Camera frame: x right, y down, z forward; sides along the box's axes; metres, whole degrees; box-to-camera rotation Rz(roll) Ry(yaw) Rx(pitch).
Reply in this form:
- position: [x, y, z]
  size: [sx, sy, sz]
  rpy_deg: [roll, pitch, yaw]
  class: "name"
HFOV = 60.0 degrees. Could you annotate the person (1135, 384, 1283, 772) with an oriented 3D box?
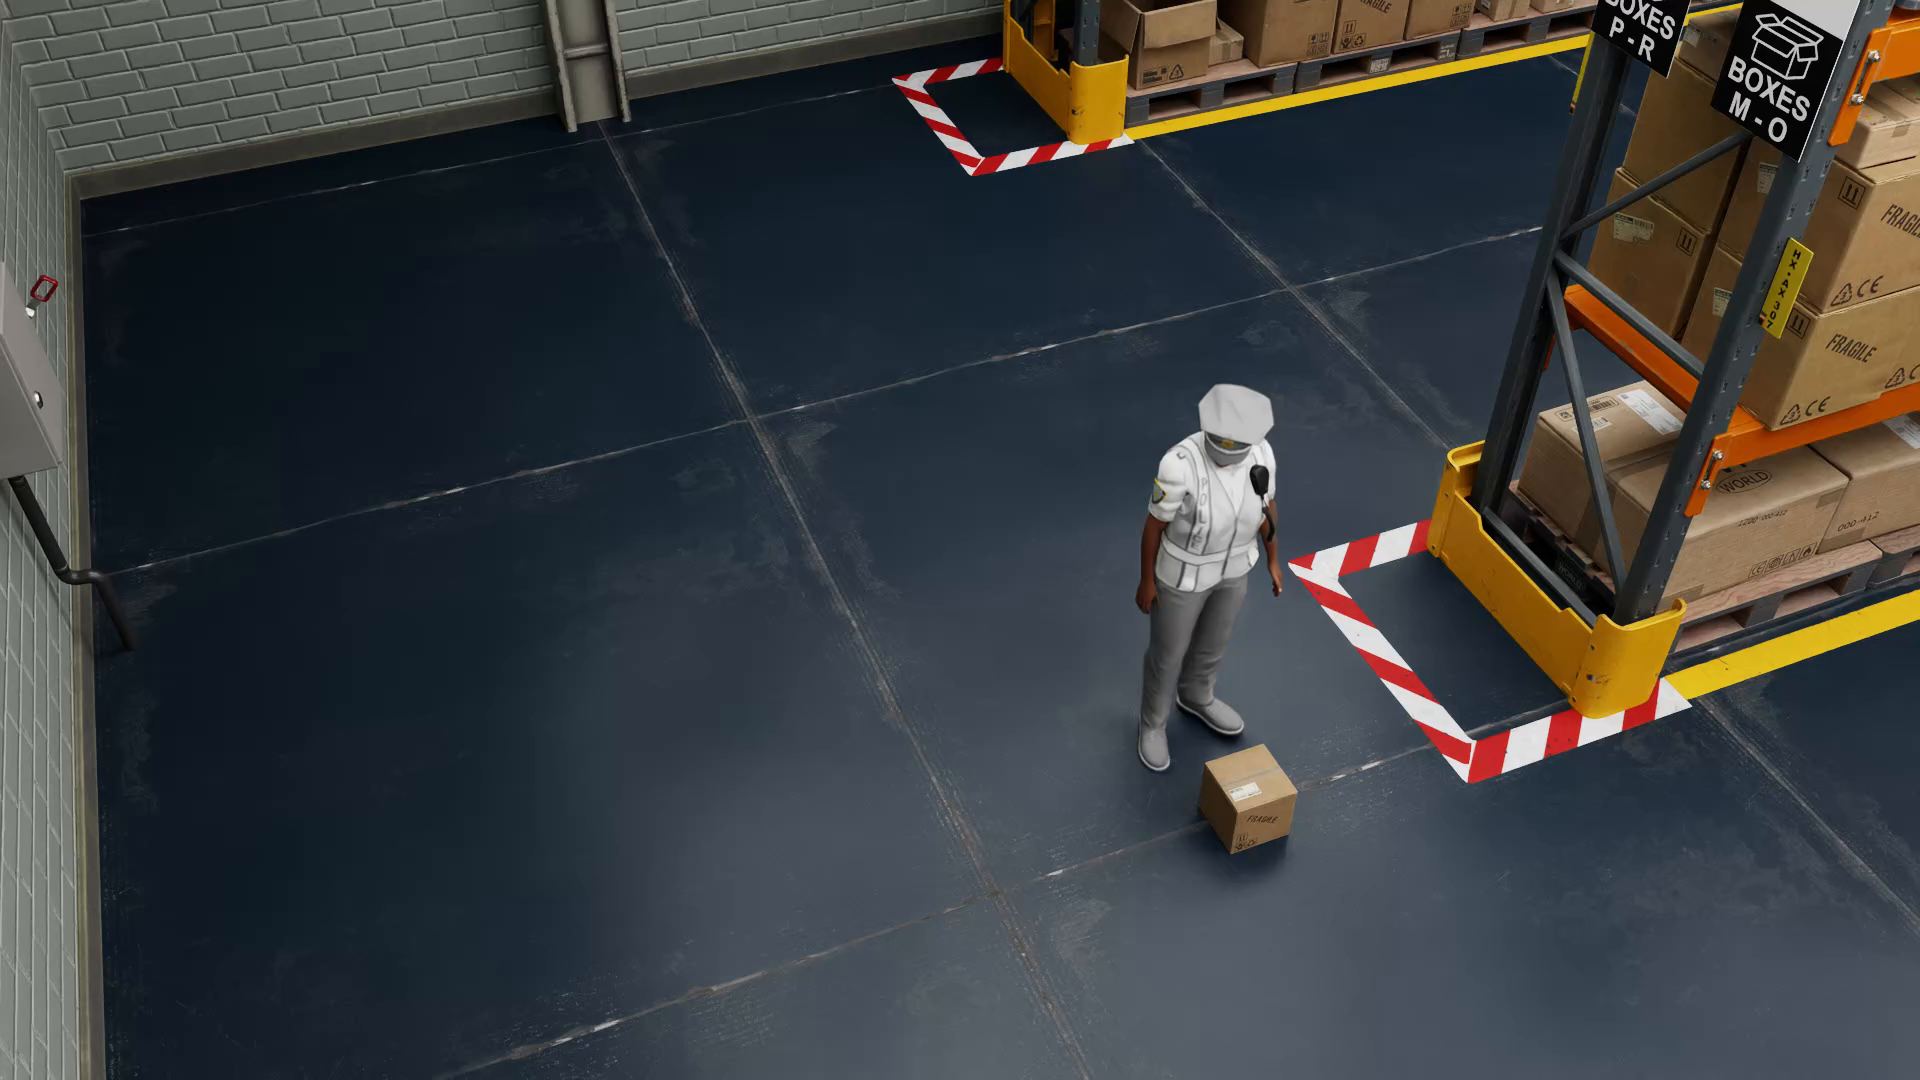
- position: [0.912, 0.129, 6.005]
  size: [0.537, 1.672, 0.397]
  rpy_deg: [-20, 46, -20]
  class: "person"
